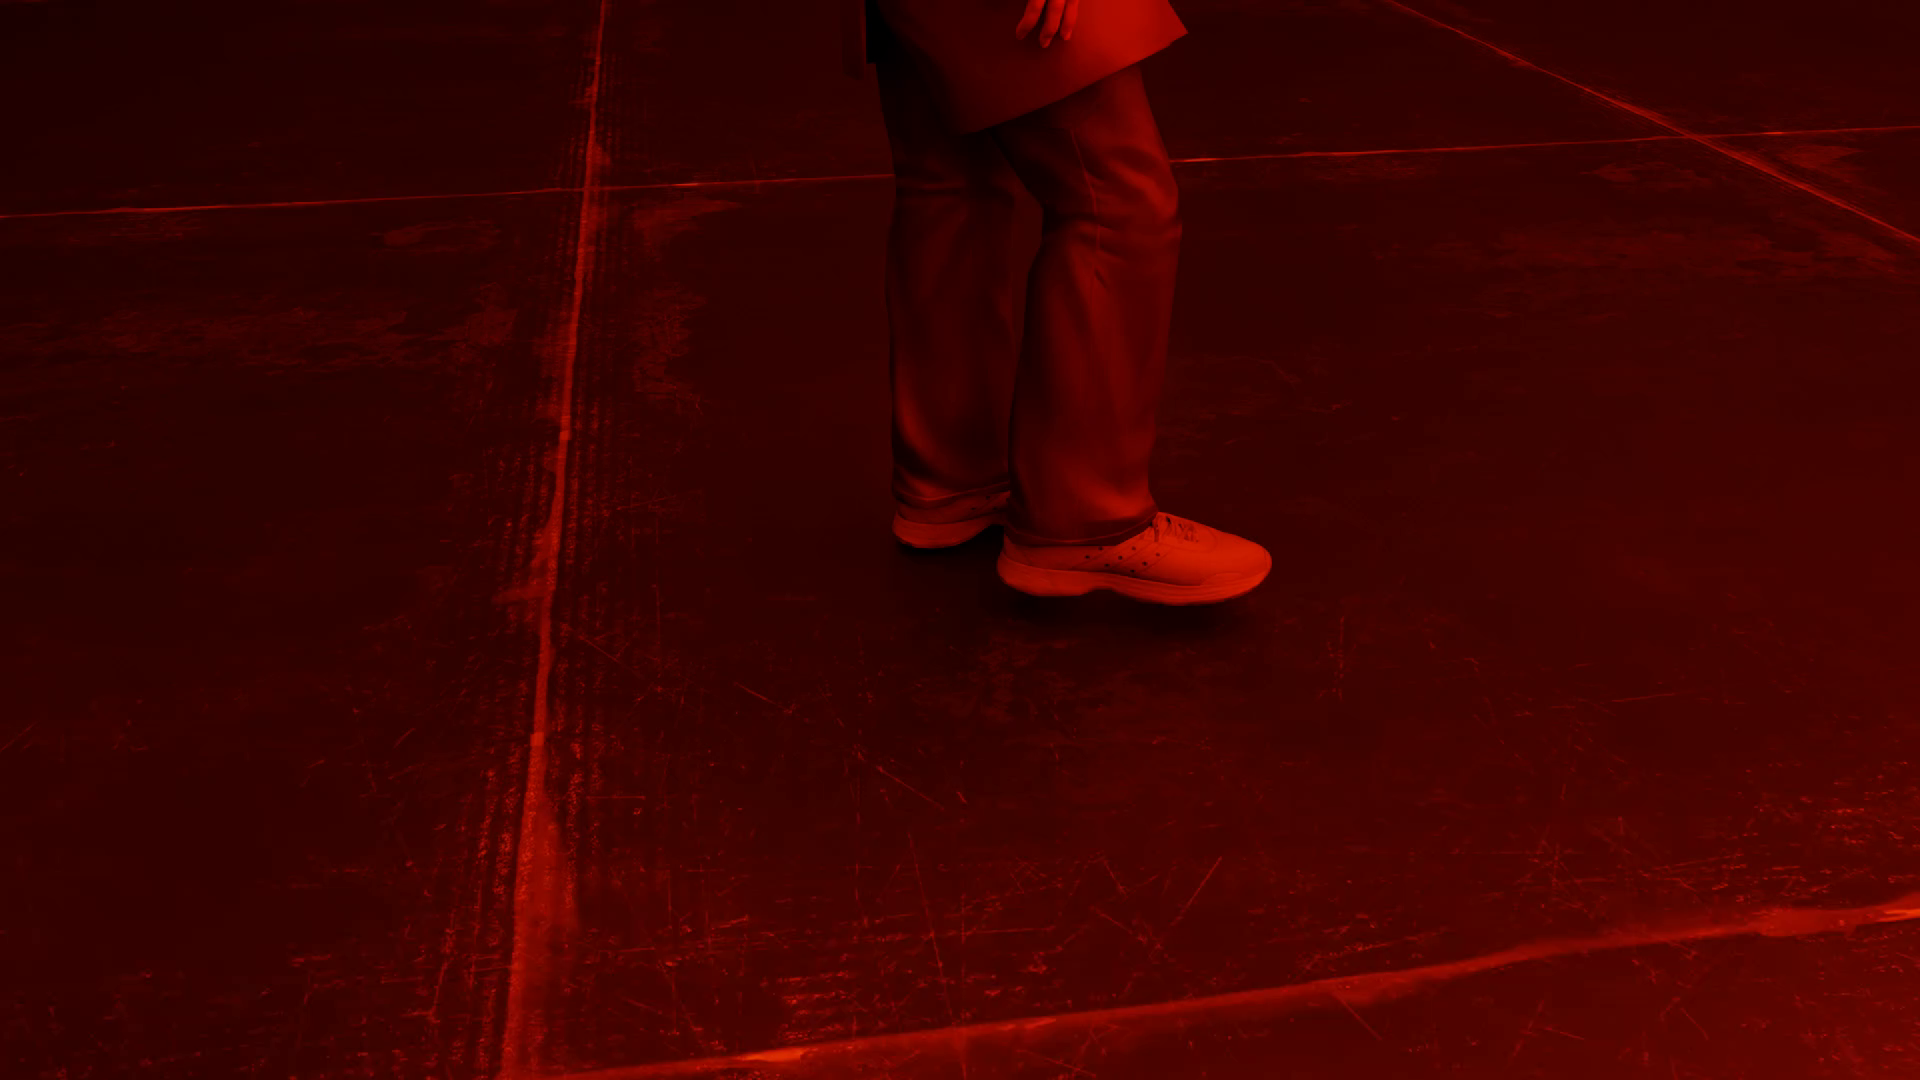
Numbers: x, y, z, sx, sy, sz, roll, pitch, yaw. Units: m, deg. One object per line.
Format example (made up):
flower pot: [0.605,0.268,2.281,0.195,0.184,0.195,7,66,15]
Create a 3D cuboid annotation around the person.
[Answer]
person: [0.092,-0.798,2.090,0.580,1.778,0.698,-5,28,-9]
